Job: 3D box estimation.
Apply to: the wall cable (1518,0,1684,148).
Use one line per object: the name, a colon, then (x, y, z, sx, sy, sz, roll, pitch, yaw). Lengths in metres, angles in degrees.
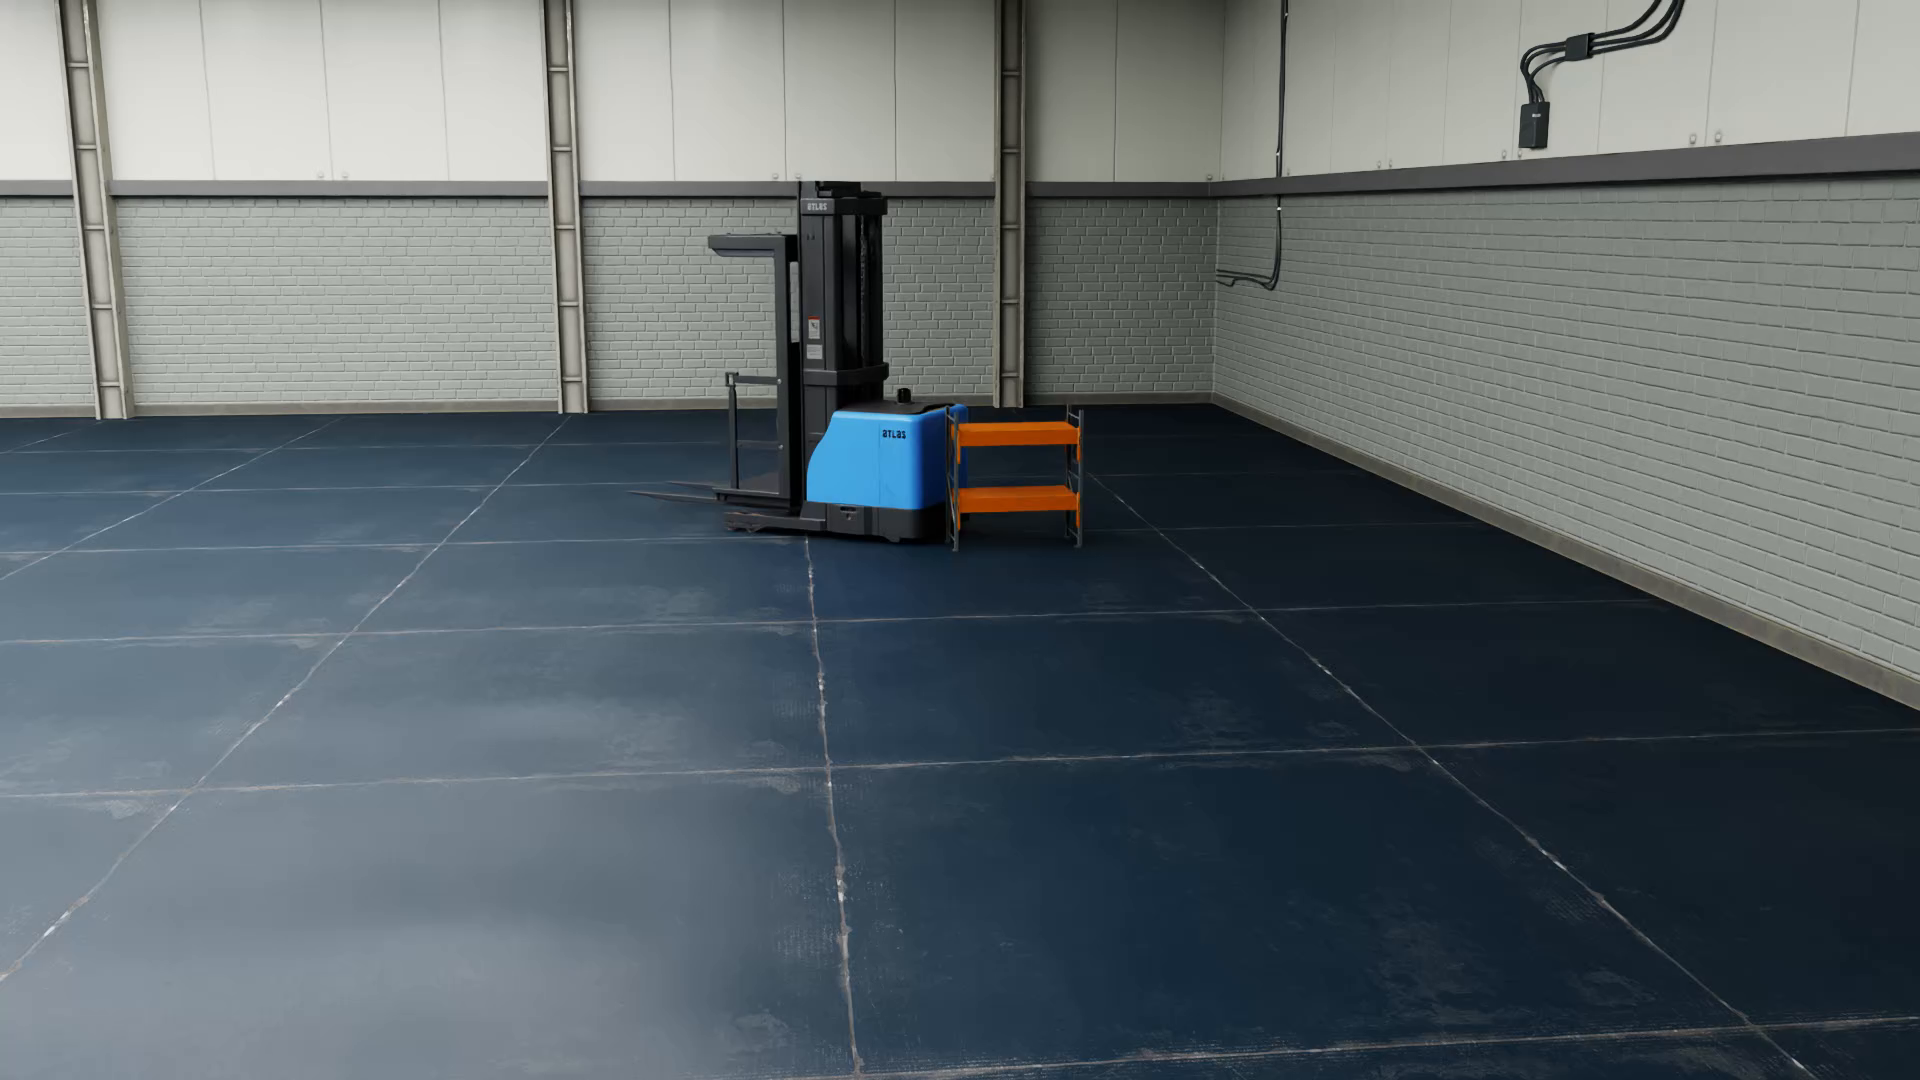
wall cable: (4.760, -5.953, 12.004, 0.169, 6.003, 2.305, -1, 11, -6)

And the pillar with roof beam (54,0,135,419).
pillar with roof beam: (-10.786, -5.222, 17.101, 0.400, 9.000, 9.100, -1, 11, -6)

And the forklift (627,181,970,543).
forklift: (-1.476, -1.587, 14.340, 3.031, 2.935, 1.130, 5, 12, 25)

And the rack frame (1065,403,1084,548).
rack frame: (0.939, -0.533, 13.663, 0.032, 1.125, 0.500, -2, 11, -9)

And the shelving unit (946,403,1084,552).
shelving unit: (0.437, -0.518, 13.586, 1.048, 1.125, 0.538, -2, 11, -9)

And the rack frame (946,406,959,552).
rack frame: (-0.065, -0.503, 13.508, 0.032, 1.125, 0.500, -2, 11, -9)

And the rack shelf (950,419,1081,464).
rack shelf: (0.437, -0.805, 13.529, 1.000, 0.278, 0.538, -2, 11, -9)

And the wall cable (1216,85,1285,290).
wall cable: (3.751, -4.581, 21.894, 0.112, 2.526, 3.097, -1, 11, -6)

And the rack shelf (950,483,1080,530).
rack shelf: (0.437, -0.278, 13.633, 1.000, 0.278, 0.538, -2, 11, -9)

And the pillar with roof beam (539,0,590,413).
pillar with roof beam: (-4.821, -5.347, 17.737, 0.400, 9.000, 9.100, -1, 11, -6)

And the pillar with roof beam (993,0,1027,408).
pillar with roof beam: (1.144, -5.472, 18.372, 0.400, 9.000, 9.100, -1, 11, -6)

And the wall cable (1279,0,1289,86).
wall cable: (4.043, -6.541, 18.767, 0.112, 2.526, 3.097, -1, 11, -6)
